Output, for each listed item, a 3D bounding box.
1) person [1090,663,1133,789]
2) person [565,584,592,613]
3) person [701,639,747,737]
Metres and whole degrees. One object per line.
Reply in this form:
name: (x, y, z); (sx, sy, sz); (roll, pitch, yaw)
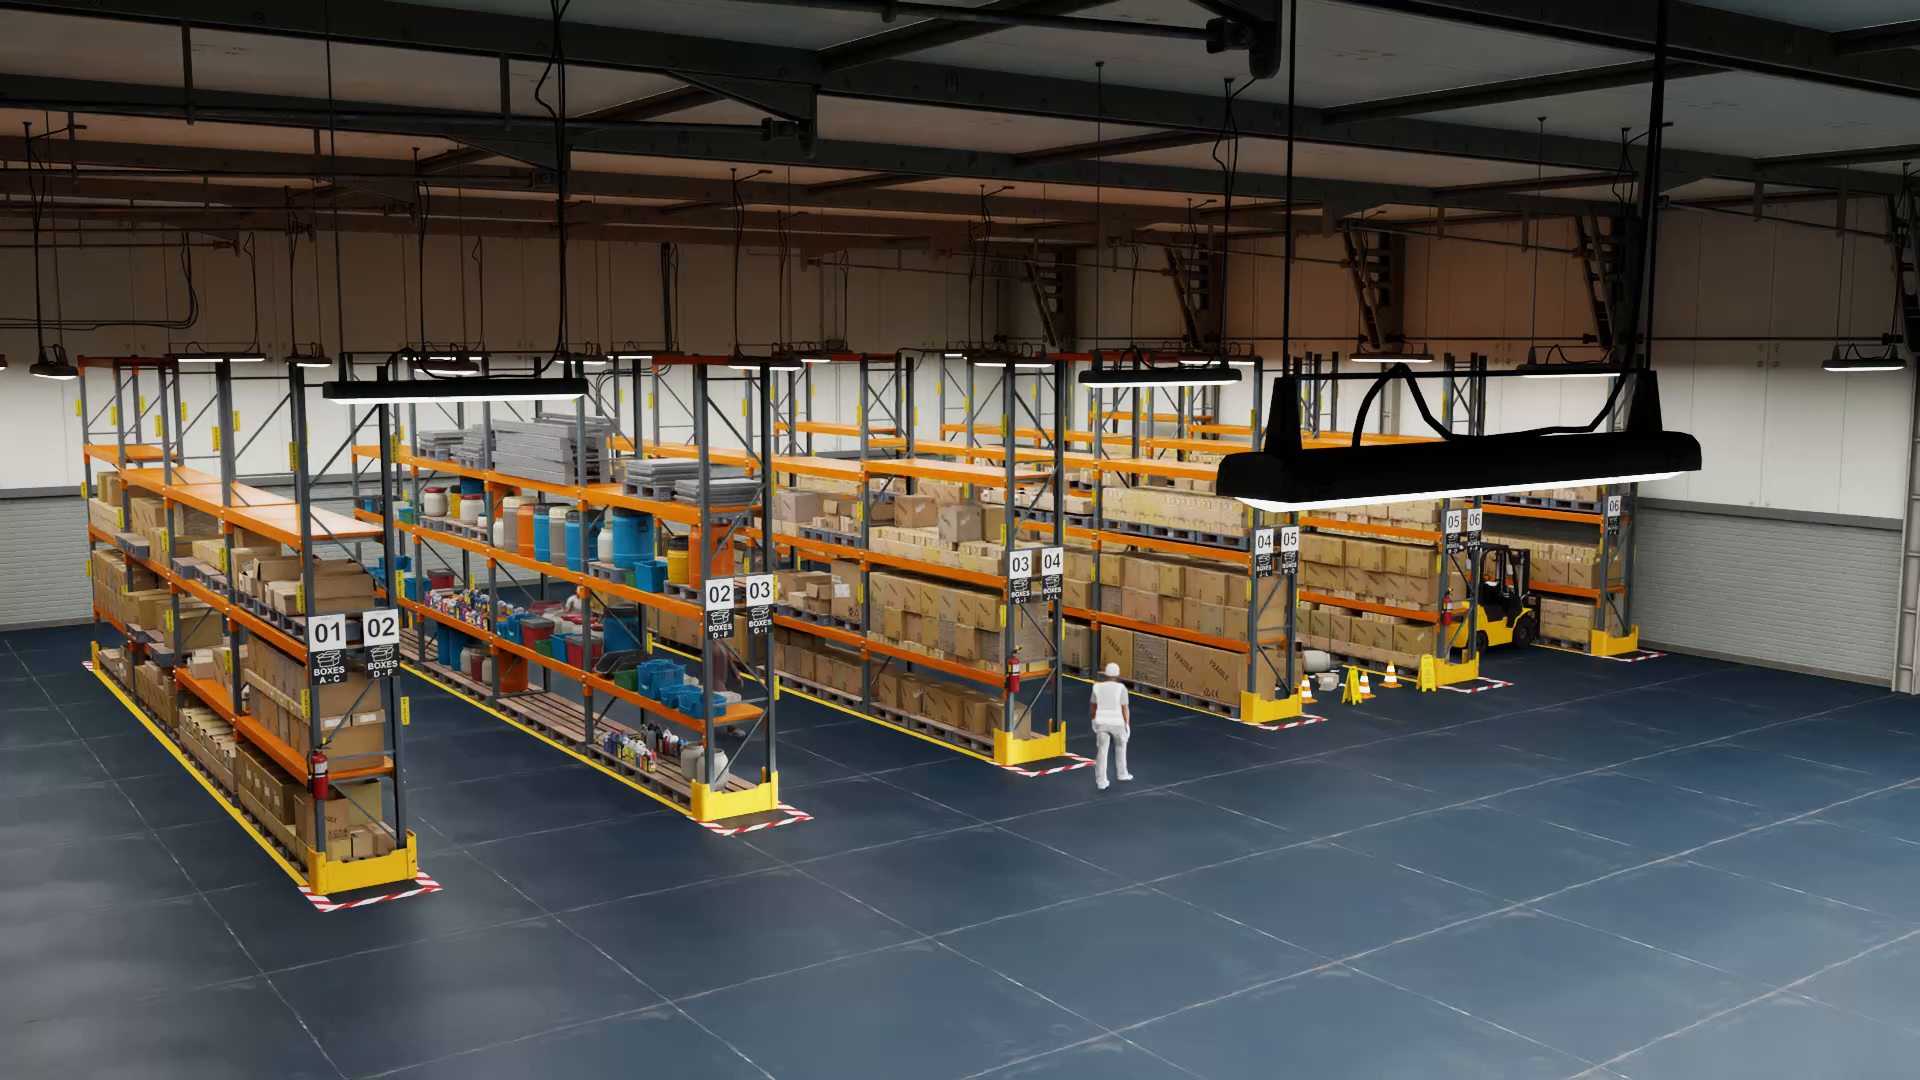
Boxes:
person: (2.150, 2.597, 23.583); (0.614, 1.754, 0.879); (3, 7, 22)
person: (-7.478, 1.603, 32.593); (0.574, 1.581, 0.701); (-4, 8, -27)
person: (-3.832, 2.265, 26.546); (1.204, 1.663, 0.628); (4, 8, 29)
